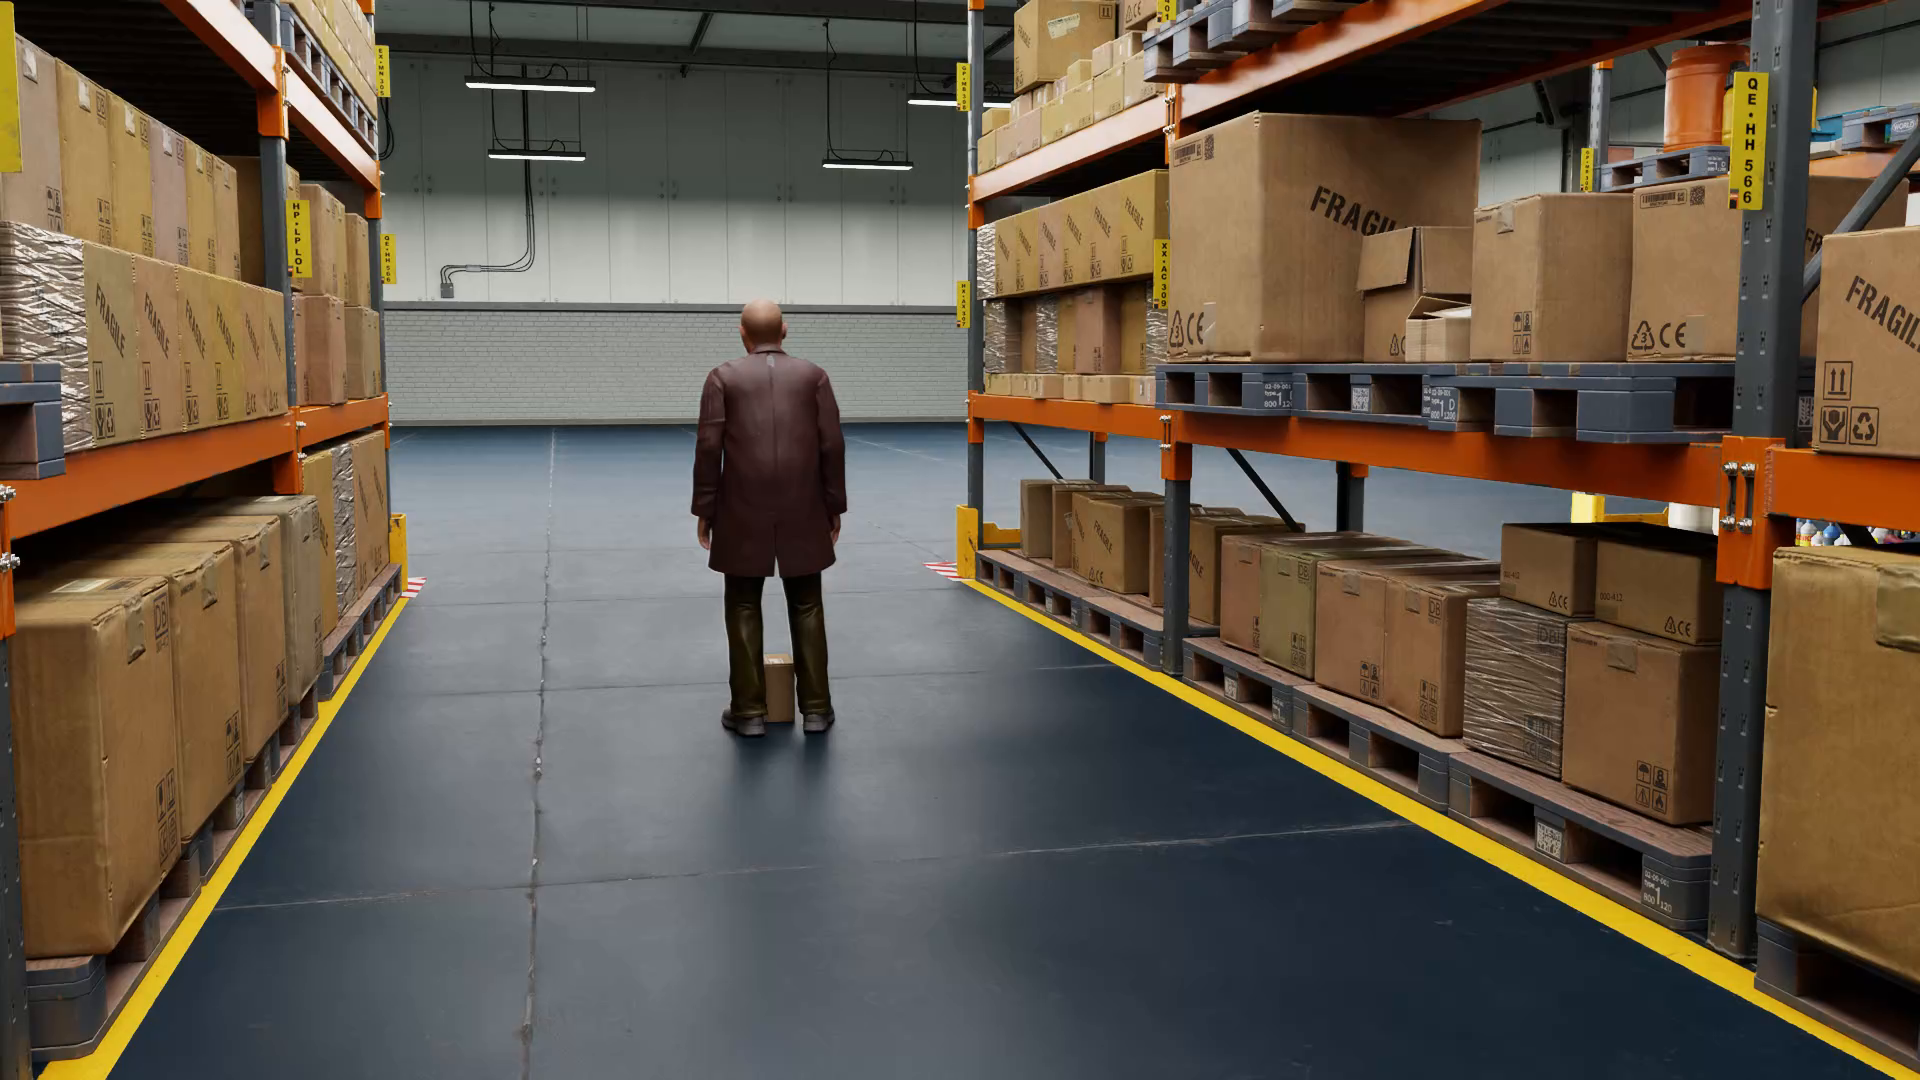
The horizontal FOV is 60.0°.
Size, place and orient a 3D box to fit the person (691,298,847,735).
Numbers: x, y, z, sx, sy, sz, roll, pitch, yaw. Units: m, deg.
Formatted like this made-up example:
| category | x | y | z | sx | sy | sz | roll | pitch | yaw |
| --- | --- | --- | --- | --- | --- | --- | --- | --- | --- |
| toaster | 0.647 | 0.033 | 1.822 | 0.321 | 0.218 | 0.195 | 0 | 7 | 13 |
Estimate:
| category | x | y | z | sx | sy | sz | roll | pitch | yaw |
| --- | --- | --- | --- | --- | --- | --- | --- | --- | --- |
| person | -0.778 | -0.099 | 6.823 | 0.642 | 1.774 | 0.423 | -1 | 6 | -13 |
